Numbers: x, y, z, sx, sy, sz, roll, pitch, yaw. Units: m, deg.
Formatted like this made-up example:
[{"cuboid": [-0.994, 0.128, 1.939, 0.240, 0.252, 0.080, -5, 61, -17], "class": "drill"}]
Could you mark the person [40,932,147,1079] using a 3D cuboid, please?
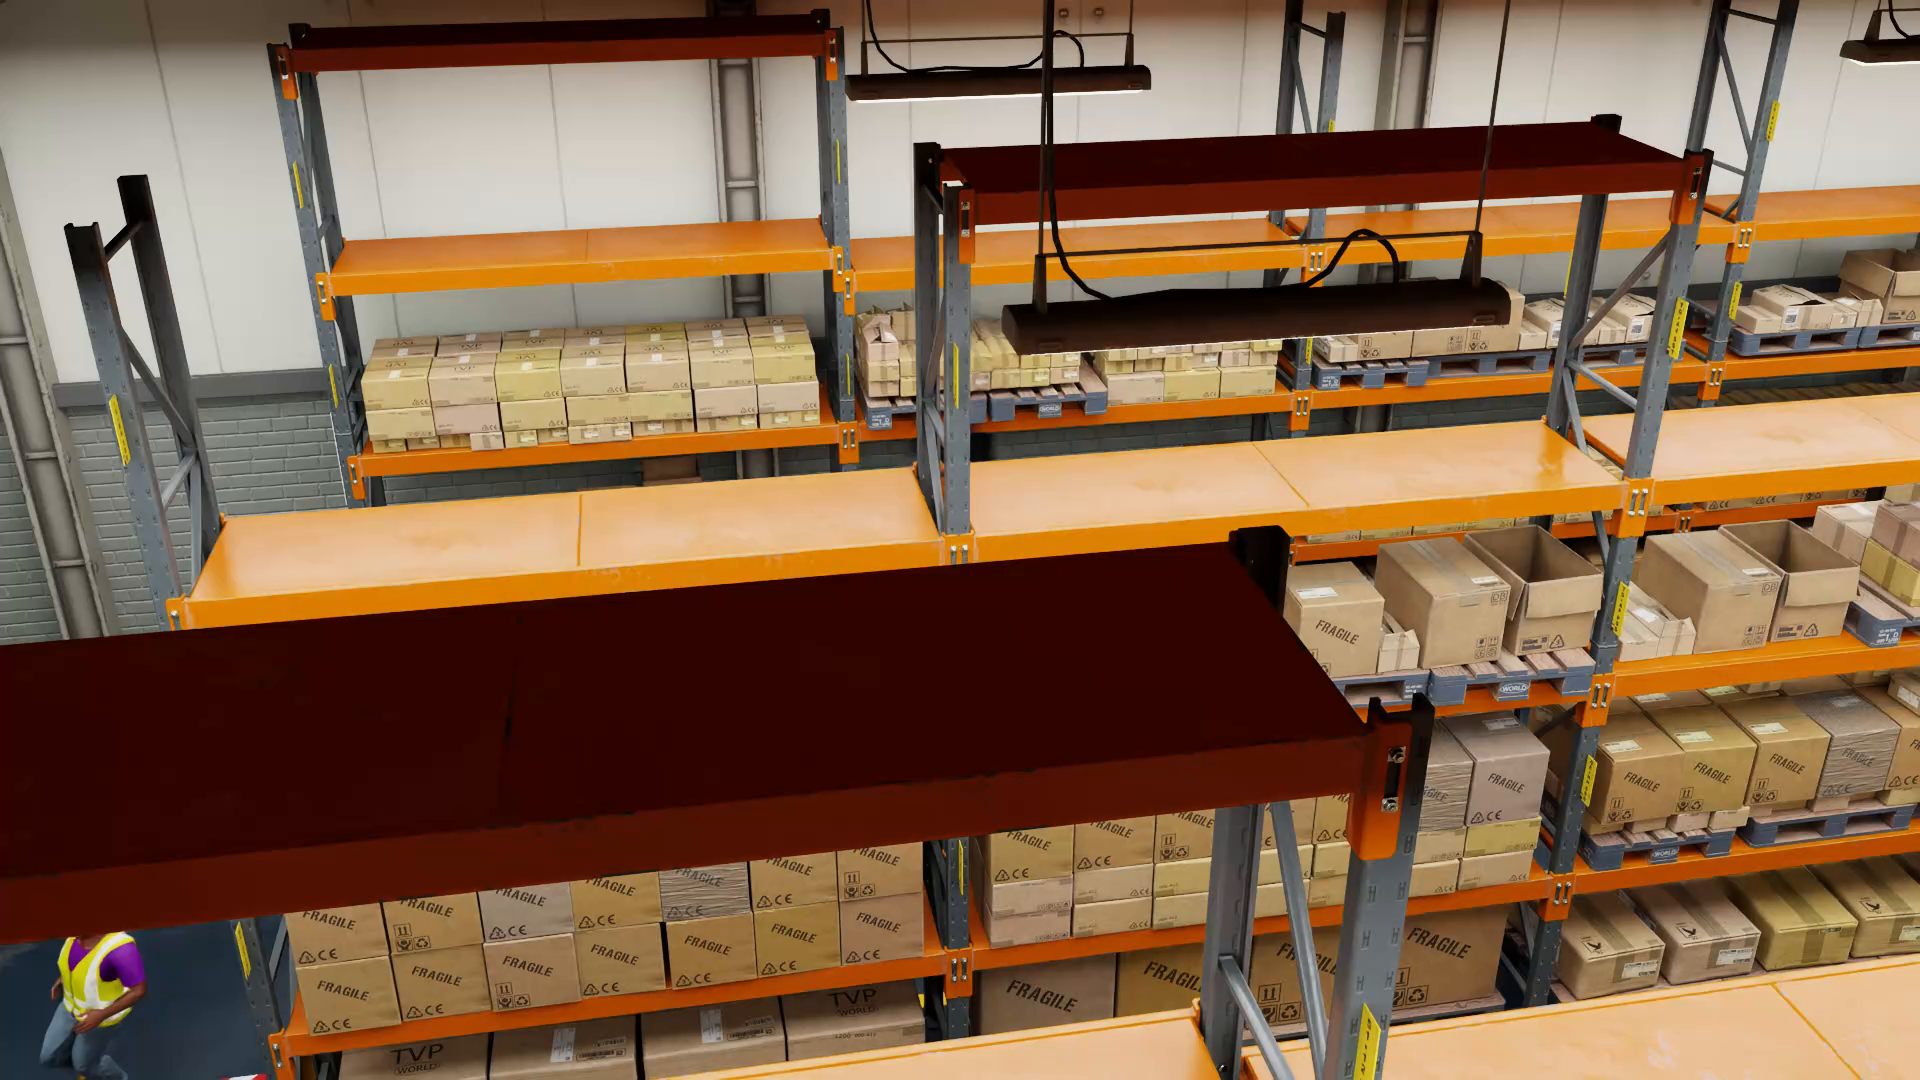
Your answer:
[{"cuboid": [-5.425, 2.912, 10.328, 0.774, 1.682, 0.560, 16, 30, 30], "class": "person"}]
